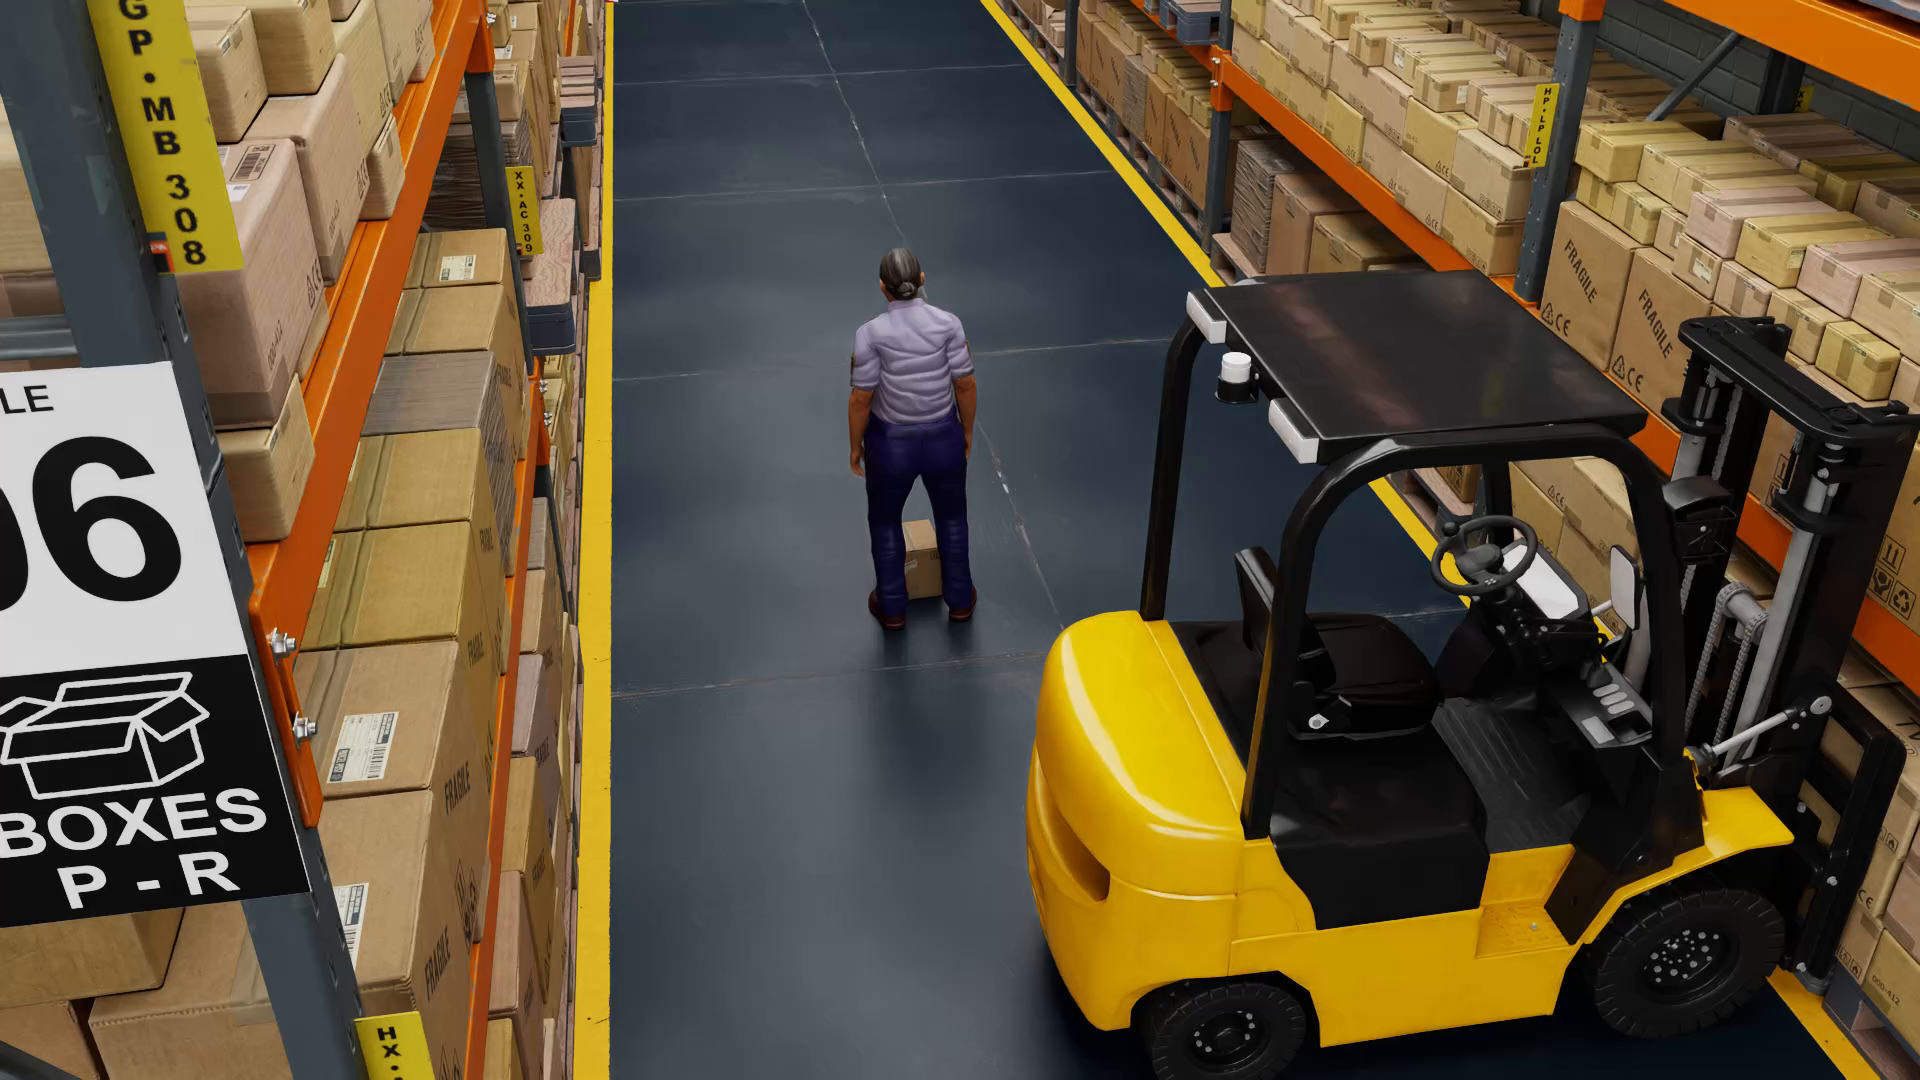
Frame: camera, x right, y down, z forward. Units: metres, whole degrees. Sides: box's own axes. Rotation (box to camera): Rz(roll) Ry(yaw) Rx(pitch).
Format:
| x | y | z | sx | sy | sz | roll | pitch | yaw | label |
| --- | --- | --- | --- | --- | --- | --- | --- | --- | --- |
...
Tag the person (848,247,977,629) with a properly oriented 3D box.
| x | y | z | sx | sy | sz | roll | pitch | yaw | label |
| --- | --- | --- | --- | --- | --- | --- | --- | --- | --- |
| -0.179 | -0.388 | 6.790 | 0.562 | 1.651 | 0.372 | -7 | 32 | -12 | person |
